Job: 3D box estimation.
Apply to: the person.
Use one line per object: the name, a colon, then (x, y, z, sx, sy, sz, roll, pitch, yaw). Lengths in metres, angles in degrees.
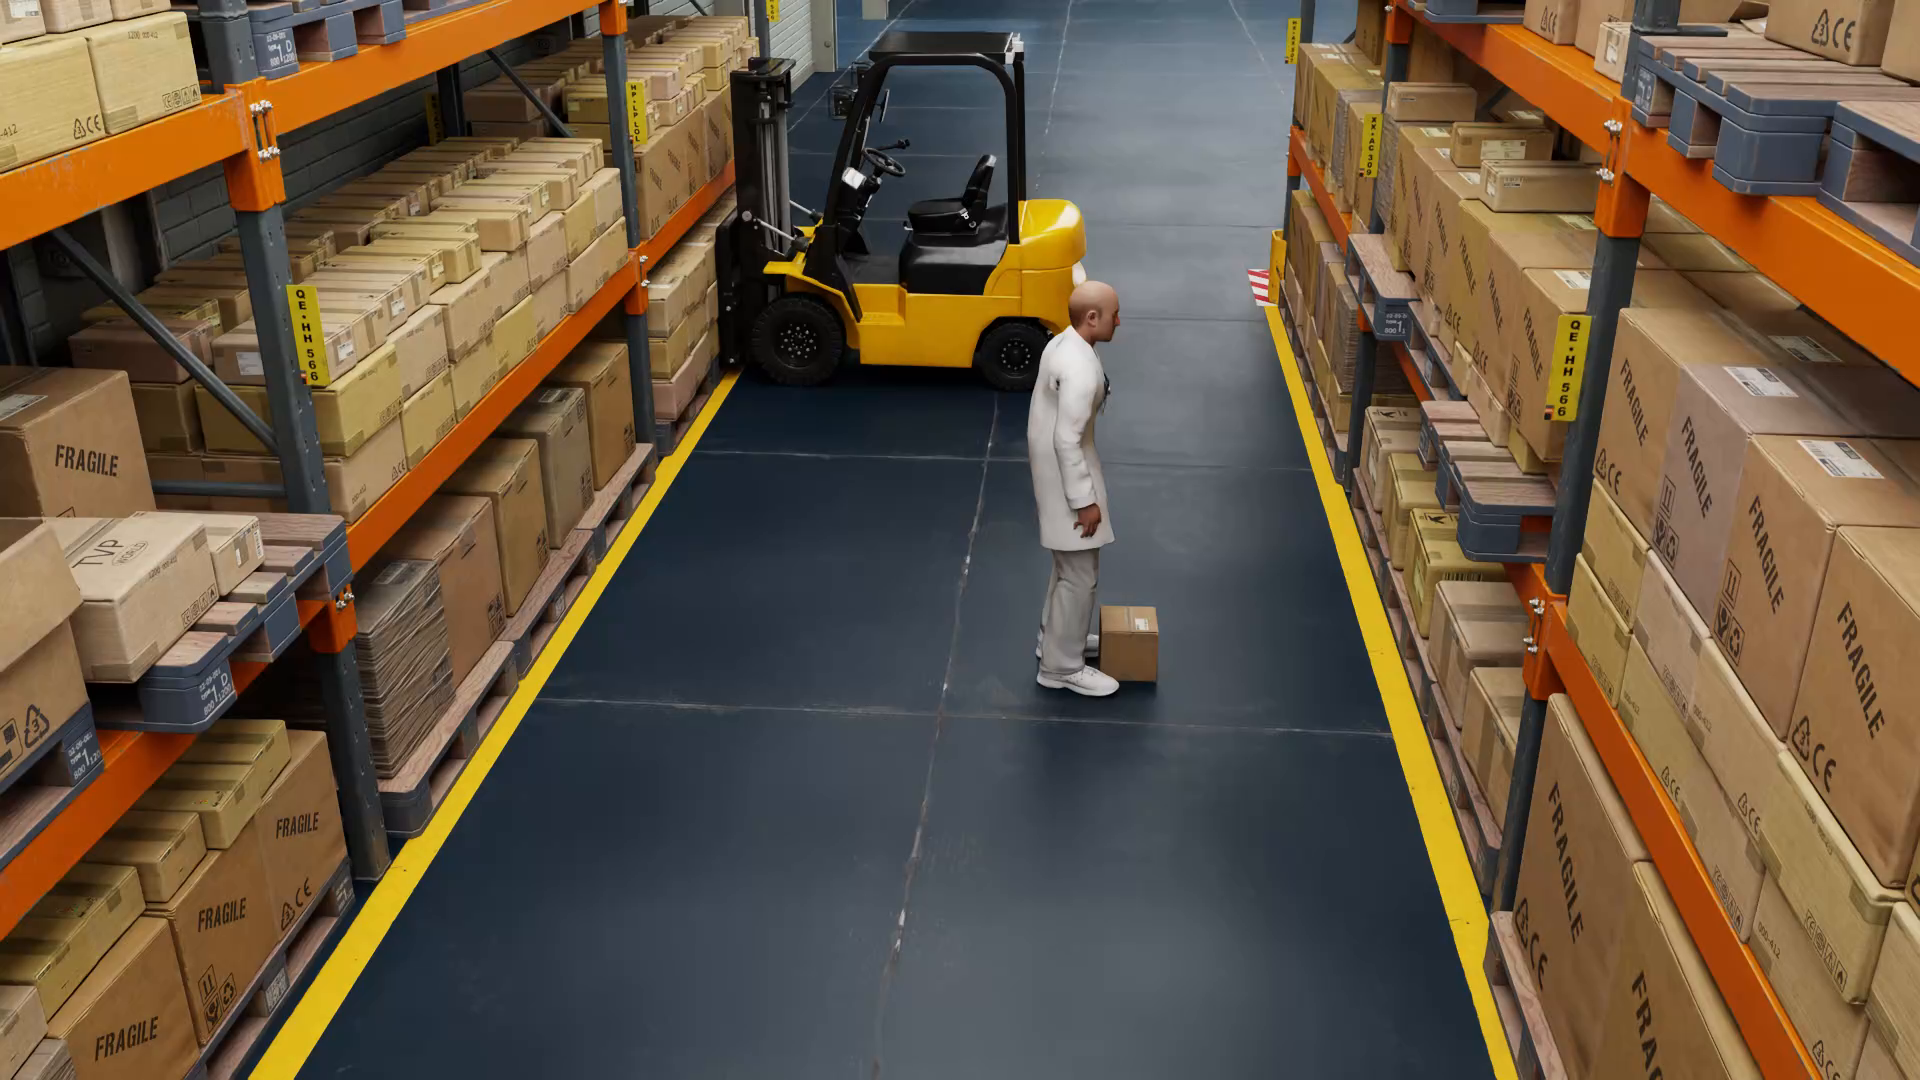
person: (0.501, -0.242, 7.163, 0.429, 1.772, 0.648, 0, 24, 1)
